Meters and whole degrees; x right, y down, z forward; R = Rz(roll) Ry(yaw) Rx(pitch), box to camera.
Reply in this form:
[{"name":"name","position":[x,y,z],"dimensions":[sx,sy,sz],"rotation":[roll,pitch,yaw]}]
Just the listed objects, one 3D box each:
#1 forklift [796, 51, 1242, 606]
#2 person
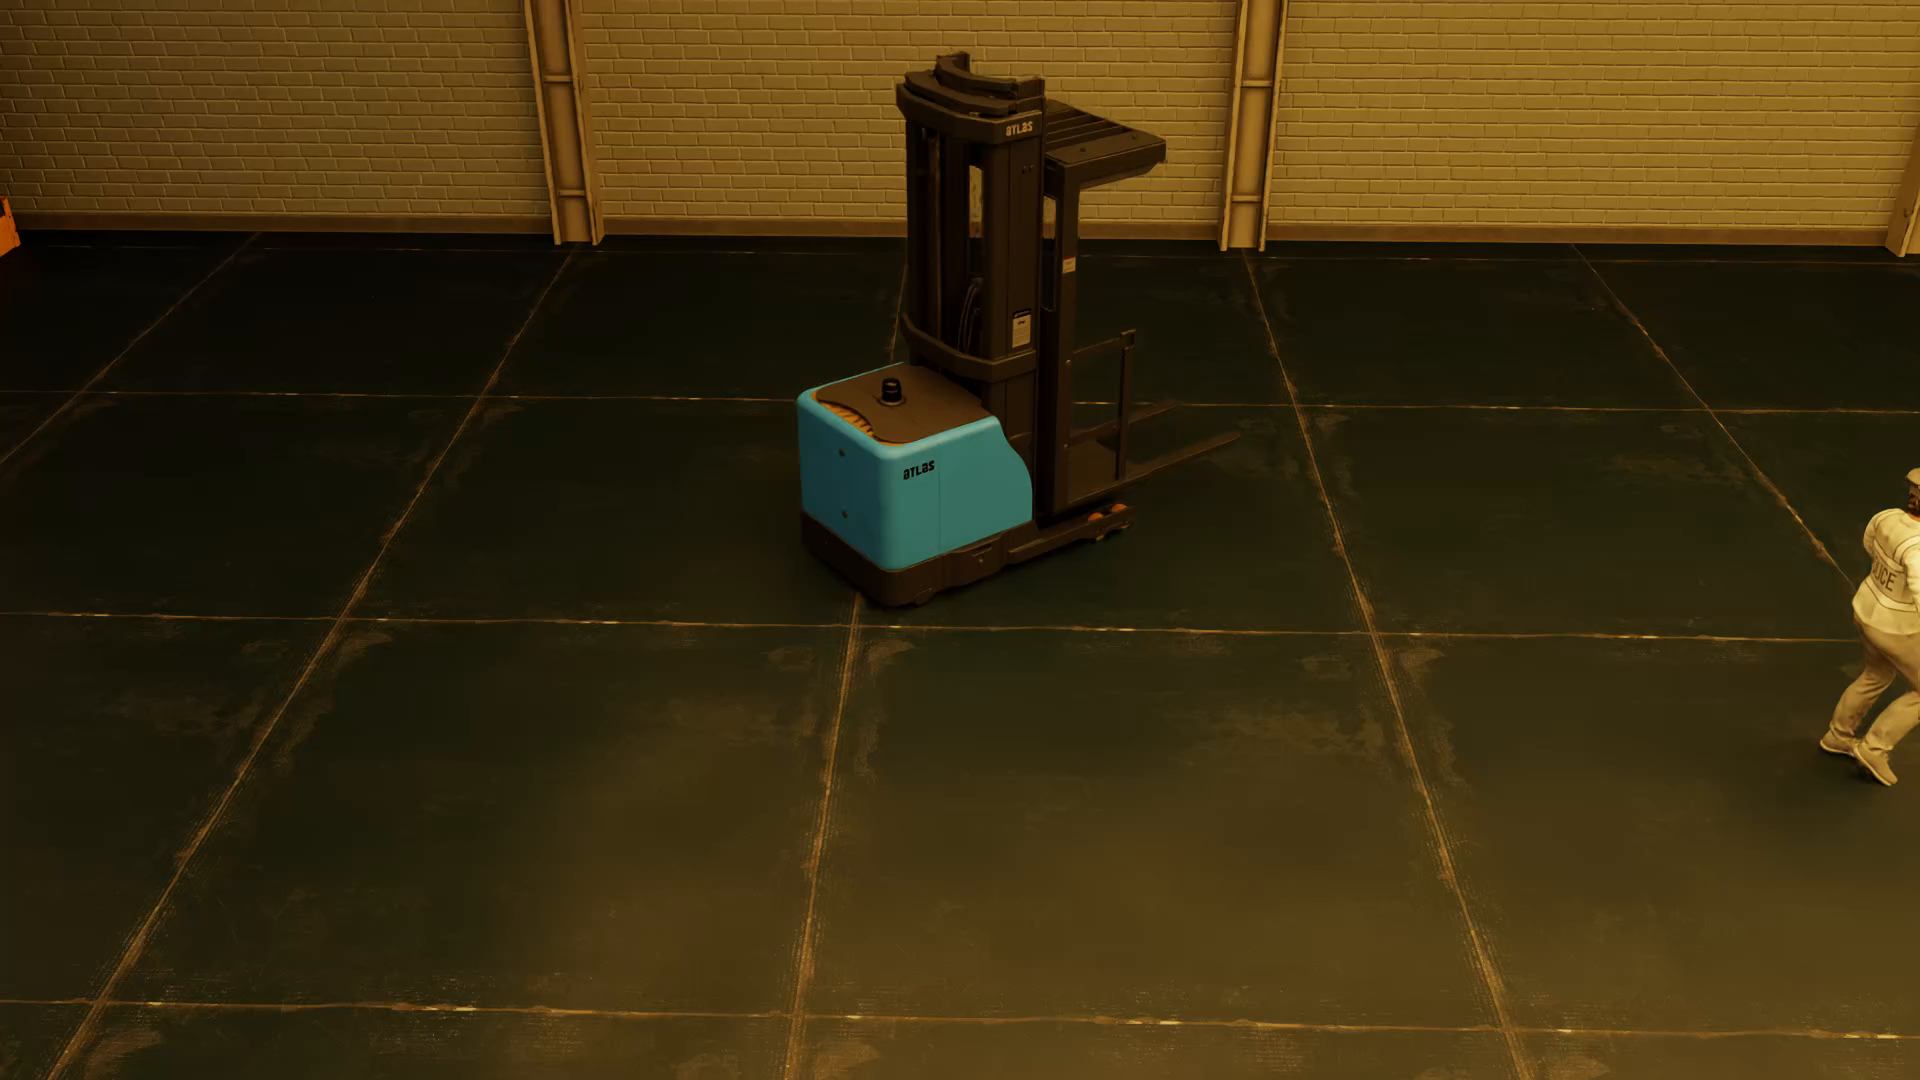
[{"name":"forklift","position":[0.498,-1.462,10.094],"dimensions":[3.031,2.935,1.130],"rotation":[-21,36,-31]},{"name":"person","position":[4.636,0.411,8.220],"dimensions":[0.443,1.672,0.781],"rotation":[4,31,6]}]
